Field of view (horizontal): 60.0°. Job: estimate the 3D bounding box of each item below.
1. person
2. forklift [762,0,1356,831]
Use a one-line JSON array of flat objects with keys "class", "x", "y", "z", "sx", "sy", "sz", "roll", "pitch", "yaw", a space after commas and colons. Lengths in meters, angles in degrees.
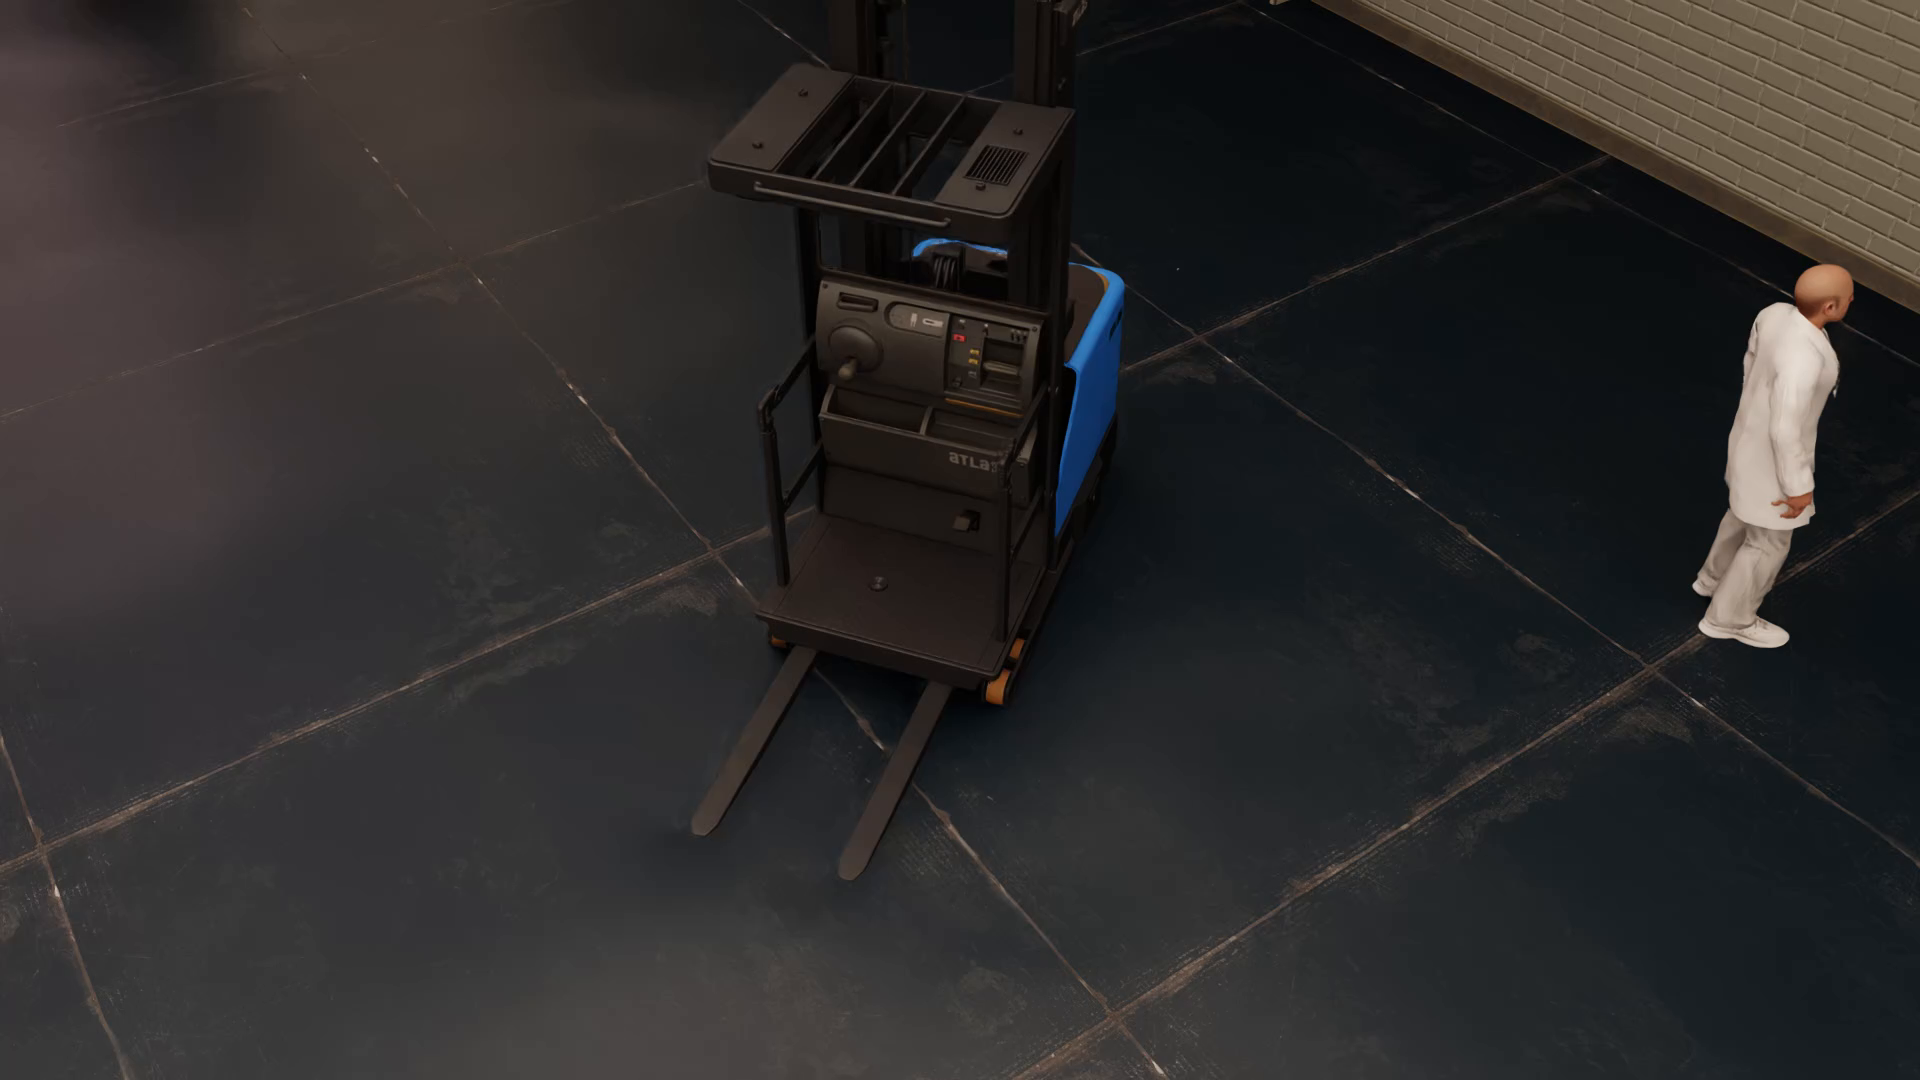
[{"class": "person", "x": 3.485, "y": -0.359, "z": 6.947, "sx": 0.581, "sy": 1.775, "sz": 0.694, "roll": 6, "pitch": 43, "yaw": 6}, {"class": "forklift", "x": 0.396, "y": -0.752, "z": 6.532, "sx": 1.130, "sy": 2.935, "sz": 3.031, "roll": -28, "pitch": 49, "yaw": -27}]
